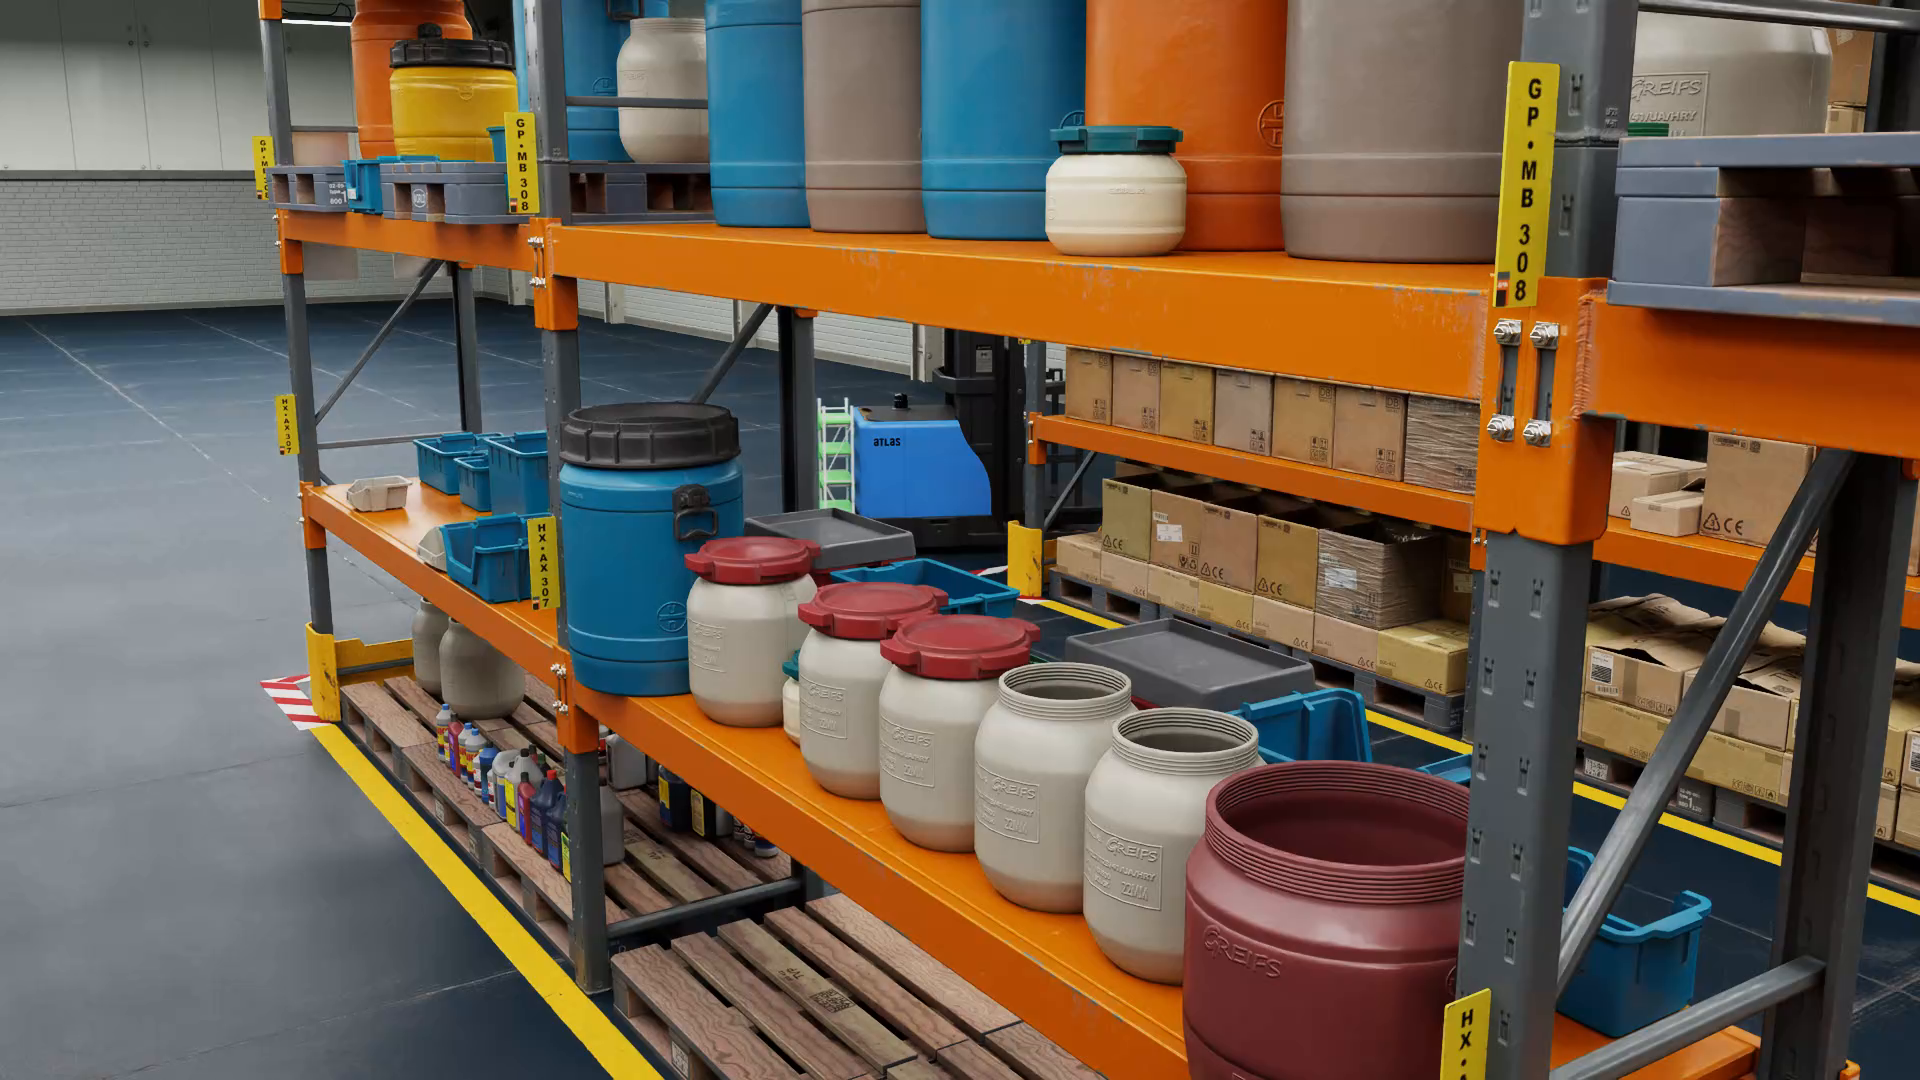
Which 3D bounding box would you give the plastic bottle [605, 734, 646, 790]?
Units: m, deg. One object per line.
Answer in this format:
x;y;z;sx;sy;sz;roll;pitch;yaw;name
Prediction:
-1.542;0.991;7.657;0.152;0.276;0.135;-8;15;-33;plastic bottle

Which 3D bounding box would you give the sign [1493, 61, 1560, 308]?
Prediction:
0.772;-0.482;2.267;0.100;0.325;0.005;-8;15;-33;sign

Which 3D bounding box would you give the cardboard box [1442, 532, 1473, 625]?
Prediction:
3.139;0.221;9.526;0.500;0.500;0.500;-8;15;-33;cardboard box

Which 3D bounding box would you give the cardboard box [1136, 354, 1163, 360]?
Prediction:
1.381;-1.276;10.925;0.380;0.149;0.250;-8;15;-34;cardboard box

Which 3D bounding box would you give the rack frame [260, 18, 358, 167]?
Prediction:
-3.206;-3.487;8.745;1.000;3.000;0.127;-8;15;-33;rack frame

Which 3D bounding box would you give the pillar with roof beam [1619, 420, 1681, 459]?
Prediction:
2.565;-4.128;11.676;9.100;9.000;0.400;-8;15;-33;pillar with roof beam

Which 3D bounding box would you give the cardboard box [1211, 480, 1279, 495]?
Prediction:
2.030;-0.134;11.152;0.500;0.500;0.500;-8;15;-33;cardboard box

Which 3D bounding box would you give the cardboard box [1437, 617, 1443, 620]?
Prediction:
2.858;0.499;10.010;0.500;0.250;0.500;-8;15;-33;cardboard box

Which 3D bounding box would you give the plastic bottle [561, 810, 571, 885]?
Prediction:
-1.531;1.220;6.589;0.061;0.283;0.133;-7;14;-30;plastic bottle

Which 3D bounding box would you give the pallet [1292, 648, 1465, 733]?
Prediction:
2.730;0.785;9.778;1.003;0.211;1.213;-8;15;-33;pallet

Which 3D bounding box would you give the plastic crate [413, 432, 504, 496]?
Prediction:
-2.680;-0.430;9.157;0.499;0.251;0.616;-8;15;-33;plastic crate

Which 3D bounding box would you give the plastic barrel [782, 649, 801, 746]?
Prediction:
-0.385;0.476;4.988;0.301;0.262;0.301;0;12;0;plastic barrel

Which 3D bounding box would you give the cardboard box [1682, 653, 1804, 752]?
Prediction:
3.718;0.718;7.699;0.500;0.311;0.500;-9;15;-35;cardboard box

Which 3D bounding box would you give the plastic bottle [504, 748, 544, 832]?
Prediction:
-1.872;1.062;7.155;0.144;0.351;0.185;-8;15;-33;plastic bottle

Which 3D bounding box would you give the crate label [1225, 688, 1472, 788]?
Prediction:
0.901;0.640;3.830;0.502;0.435;0.616;-8;15;-33;crate label

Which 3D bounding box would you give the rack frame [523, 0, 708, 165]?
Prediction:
-0.990;-2.776;5.492;1.000;3.000;0.127;-8;15;-33;rack frame

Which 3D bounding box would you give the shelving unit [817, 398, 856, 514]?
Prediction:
-0.997;-0.515;13.408;0.258;1.200;0.503;-2;12;-9;shelving unit

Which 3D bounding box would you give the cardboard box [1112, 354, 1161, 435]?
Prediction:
1.462;-1.014;11.242;0.700;0.500;0.500;-8;14;-31;cardboard box

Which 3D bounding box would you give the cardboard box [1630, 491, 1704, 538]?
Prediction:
3.456;-0.126;8.006;0.380;0.149;0.250;-8;15;-33;cardboard box

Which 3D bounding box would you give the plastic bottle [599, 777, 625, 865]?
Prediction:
-1.467;1.136;6.815;0.144;0.351;0.185;-8;15;-33;plastic bottle

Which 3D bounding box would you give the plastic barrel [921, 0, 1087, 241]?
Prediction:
0.197;-1.258;4.399;0.600;0.901;0.708;-8;15;-33;plastic barrel

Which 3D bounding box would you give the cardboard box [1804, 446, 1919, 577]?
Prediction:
4.117;-0.158;7.331;0.500;0.500;0.500;-8;15;-33;cardboard box

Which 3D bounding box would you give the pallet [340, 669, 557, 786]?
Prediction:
-2.680;0.959;8.984;1.003;0.211;1.213;-8;15;-33;pallet

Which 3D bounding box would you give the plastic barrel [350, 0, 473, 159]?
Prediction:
-2.831;-2.366;8.648;0.600;0.830;0.708;-8;15;-33;plastic barrel

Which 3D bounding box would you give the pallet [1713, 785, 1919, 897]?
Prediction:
4.256;1.275;7.538;1.003;0.211;1.213;-8;15;-33;pallet

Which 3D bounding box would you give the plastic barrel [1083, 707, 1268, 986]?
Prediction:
0.478;0.654;3.589;0.421;0.512;0.421;0;12;0;plastic barrel

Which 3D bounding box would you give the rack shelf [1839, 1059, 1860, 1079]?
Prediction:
2.334;1.573;1.330;1.077;0.370;4.000;-8;15;-33;rack shelf

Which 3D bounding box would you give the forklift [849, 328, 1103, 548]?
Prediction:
0.624;-1.451;13.638;3.031;2.935;1.130;-2;12;-8;forklift

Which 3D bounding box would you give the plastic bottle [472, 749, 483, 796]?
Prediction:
-2.161;1.051;7.554;0.097;0.201;0.097;0;12;0;plastic bottle

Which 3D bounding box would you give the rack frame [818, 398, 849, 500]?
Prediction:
-1.035;-0.567;13.644;0.240;1.200;0.015;-2;12;-9;rack frame

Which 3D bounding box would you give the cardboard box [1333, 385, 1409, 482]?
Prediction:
2.587;-0.651;9.583;0.700;0.500;0.500;-8;15;-33;cardboard box

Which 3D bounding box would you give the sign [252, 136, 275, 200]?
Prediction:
-3.667;-1.962;8.770;0.100;0.325;0.005;-8;15;-33;sign

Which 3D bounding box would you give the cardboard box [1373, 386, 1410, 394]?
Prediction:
2.524;-0.910;9.250;0.380;0.149;0.250;-9;15;-34;cardboard box

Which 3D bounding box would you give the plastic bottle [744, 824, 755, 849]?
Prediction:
-0.858;1.180;6.964;0.097;0.201;0.097;0;12;0;plastic bottle

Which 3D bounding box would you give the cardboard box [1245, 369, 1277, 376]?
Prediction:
1.954;-1.093;10.084;0.380;0.149;0.250;-8;14;-31;cardboard box

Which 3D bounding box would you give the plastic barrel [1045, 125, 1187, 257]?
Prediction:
0.327;-0.730;3.482;0.301;0.262;0.301;0;12;0;plastic barrel

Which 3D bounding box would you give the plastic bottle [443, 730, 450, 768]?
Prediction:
-2.404;0.973;7.911;0.097;0.201;0.097;0;12;0;plastic bottle

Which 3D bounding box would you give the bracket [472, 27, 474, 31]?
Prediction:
-11.984;-12.080;39.612;0.076;0.066;3.189;-8;15;-33;bracket

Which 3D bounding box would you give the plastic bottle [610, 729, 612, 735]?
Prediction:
-1.630;0.906;8.041;0.152;0.276;0.135;-9;15;-34;plastic bottle

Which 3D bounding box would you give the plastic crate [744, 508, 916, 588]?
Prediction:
-0.467;0.173;5.898;0.402;0.464;0.583;-8;15;-33;plastic crate

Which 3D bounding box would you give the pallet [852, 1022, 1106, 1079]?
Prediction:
0.157;1.869;4.820;1.003;0.211;1.213;-8;15;-33;pallet

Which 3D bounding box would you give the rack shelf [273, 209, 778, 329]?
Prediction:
-2.098;-1.315;7.516;1.077;0.370;4.000;-8;15;-33;rack shelf

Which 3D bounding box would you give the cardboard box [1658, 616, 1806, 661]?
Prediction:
3.892;0.563;8.406;0.500;0.311;0.500;-8;14;-31;cardboard box

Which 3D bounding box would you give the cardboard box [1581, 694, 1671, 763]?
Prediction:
3.435;0.899;8.181;0.500;0.250;0.500;-8;14;-31;cardboard box

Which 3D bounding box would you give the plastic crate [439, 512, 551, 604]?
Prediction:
-1.829;0.063;6.902;0.499;0.251;0.616;-8;15;-33;plastic crate

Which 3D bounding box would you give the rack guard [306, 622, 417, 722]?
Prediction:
-3.125;0.672;9.617;1.175;0.500;0.348;-8;15;-33;rack guard

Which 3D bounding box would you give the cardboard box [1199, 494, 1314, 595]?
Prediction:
1.860;0.018;10.455;0.500;0.500;0.500;-8;15;-33;cardboard box

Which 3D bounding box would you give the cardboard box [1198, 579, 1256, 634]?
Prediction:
1.861;0.384;10.536;0.500;0.250;0.500;-8;15;-33;cardboard box

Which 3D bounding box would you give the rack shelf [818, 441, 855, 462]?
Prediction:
-0.997;-0.687;13.371;0.258;0.148;0.480;-2;12;-9;rack shelf
